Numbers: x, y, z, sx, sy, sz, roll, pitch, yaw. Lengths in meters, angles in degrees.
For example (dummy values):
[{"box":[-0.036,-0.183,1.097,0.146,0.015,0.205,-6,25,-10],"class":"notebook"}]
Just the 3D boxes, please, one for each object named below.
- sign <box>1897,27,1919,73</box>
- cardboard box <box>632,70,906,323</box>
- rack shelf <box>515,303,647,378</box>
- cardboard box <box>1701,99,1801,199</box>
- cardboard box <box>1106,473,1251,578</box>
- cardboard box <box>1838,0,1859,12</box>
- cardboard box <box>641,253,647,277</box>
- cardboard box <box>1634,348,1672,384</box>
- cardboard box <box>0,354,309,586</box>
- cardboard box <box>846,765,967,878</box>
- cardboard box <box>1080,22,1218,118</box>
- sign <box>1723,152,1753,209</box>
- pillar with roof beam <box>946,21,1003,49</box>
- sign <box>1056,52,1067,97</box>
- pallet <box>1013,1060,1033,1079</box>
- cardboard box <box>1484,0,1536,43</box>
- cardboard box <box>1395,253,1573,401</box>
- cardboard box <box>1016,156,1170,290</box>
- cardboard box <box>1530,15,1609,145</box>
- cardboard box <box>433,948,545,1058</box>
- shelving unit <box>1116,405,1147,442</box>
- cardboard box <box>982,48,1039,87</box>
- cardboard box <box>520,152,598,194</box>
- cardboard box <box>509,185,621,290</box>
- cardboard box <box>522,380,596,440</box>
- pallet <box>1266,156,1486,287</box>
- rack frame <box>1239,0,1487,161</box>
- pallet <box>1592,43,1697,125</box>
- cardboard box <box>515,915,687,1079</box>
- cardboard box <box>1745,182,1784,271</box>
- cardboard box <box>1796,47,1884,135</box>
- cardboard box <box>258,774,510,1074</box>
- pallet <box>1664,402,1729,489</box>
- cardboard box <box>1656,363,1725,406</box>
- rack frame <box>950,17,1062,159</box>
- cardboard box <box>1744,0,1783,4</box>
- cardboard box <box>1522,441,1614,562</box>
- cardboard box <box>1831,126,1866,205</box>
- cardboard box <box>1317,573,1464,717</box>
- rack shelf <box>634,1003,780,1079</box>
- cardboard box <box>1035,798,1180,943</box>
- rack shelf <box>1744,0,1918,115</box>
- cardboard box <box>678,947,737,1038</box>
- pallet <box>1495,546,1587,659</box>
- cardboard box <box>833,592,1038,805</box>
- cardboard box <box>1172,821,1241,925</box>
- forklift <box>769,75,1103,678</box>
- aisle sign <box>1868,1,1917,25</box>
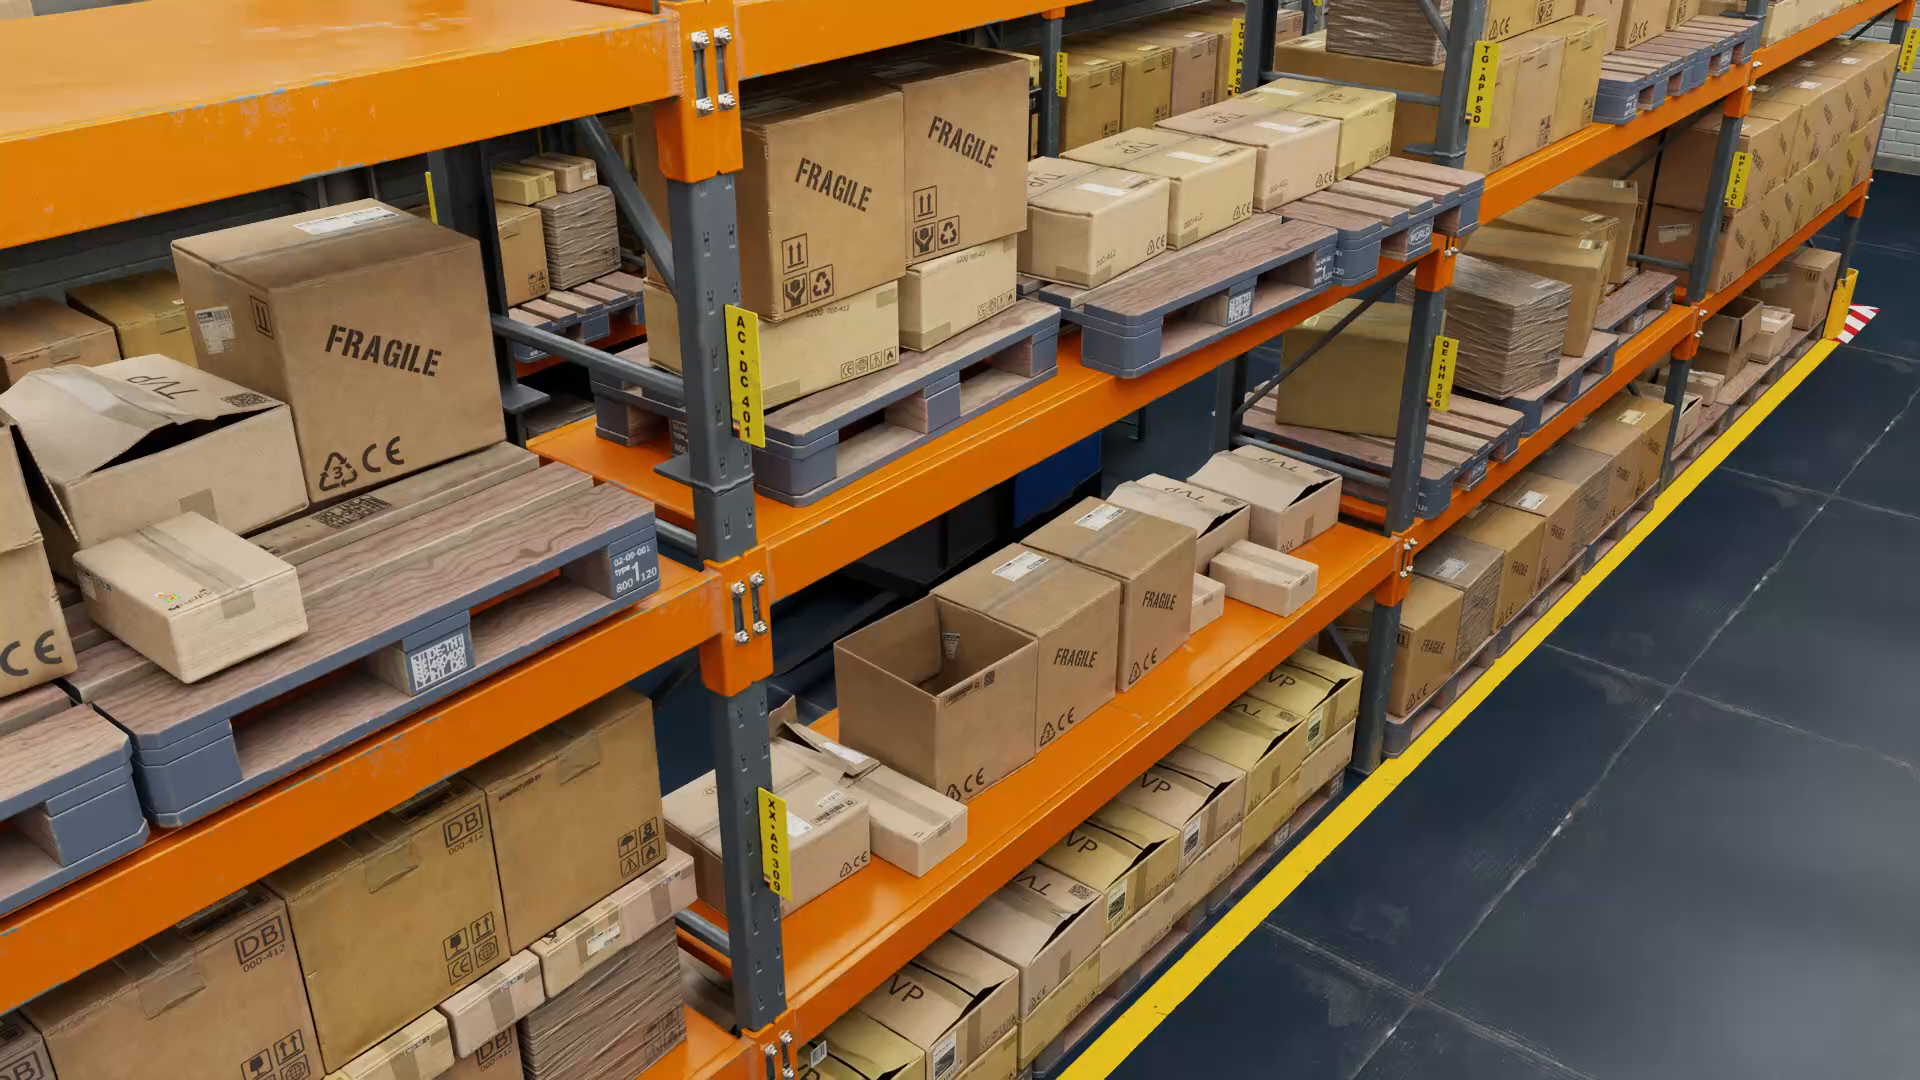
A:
[{"box":[7.130,-3.676,12.487,0.100,0.325,0.005,21,34,34],"class":"sign"},{"box":[-0.496,-0.928,4.405,0.500,0.500,0.500,21,34,35],"class":"cardboard box"},{"box":[-3.471,-0.772,9.261,1.077,0.370,4.000,21,34,34],"class":"rack shelf"},{"box":[5.014,-2.529,10.677,0.500,0.500,0.500,20,33,33],"class":"cardboard box"},{"box":[0.907,-0.054,7.187,0.500,0.311,0.500,20,34,34],"class":"cardboard box"},{"box":[5.626,-3.669,10.977,0.500,0.250,0.500,21,34,34],"class":"cardboard box"},{"box":[-1.811,-1.747,10.614,0.380,0.149,0.250,20,34,34],"class":"cardboard box"},{"box":[4.790,-1.324,11.993,0.500,0.311,0.500,21,34,34],"class":"cardboard box"},{"box":[-1.786,-0.184,3.565,0.500,0.311,0.500,19,33,32],"class":"cardboard box"},{"box":[-0.197,0.921,5.478,0.380,0.149,0.250,21,34,34],"class":"cardboard box"},{"box":[1.626,-4.058,14.503,0.980,0.700,0.700,19,33,32],"class":"cardboard box"},{"box":[4.600,-2.126,9.834,0.100,0.325,0.005,21,34,34],"class":"sign"},{"box":[3.445,-5.126,10.365,9.100,9.000,0.400,21,34,34],"class":"pillar with roof beam"},{"box":[0.770,-3.543,12.660,0.100,0.325,0.005,21,34,34],"class":"sign"},{"box":[-0.480,2.030,6.096,1.003,0.211,1.213,21,34,34],"class":"pallet"},{"box":[2.232,-2.509,7.373,0.500,0.500,0.500,21,34,34],"class":"cardboard box"},{"box":[2.668,-1.110,8.565,0.500,0.500,0.700,-21,34,-34],"class":"cardboard box"},{"box":[0.345,-1.048,5.453,0.500,0.250,0.500,18,32,30],"class":"cardboard box"},{"box":[2.532,-2.261,7.982,0.910,0.500,0.500,21,34,34],"class":"cardboard box"},{"box":[-1.250,1.071,4.100,0.380,0.149,0.250,20,33,33],"class":"cardboard box"},{"box":[0.786,-1.228,10.991,0.538,1.500,1.048,18,32,30],"class":"shelving unit"},{"box":[0.245,-3.497,12.475,0.500,0.250,0.500,22,34,36],"class":"cardboard box"},{"box":[-2.396,-2.197,9.940,0.380,0.149,0.250,16,31,28],"class":"cardboard box"},{"box":[-2.490,-1.871,10.014,0.700,0.500,0.500,16,32,29],"class":"cardboard box"},{"box":[-2.617,-0.615,10.416,0.700,0.500,0.500,21,34,35],"class":"cardboard box"},{"box":[1.263,-1.336,6.509,1.213,0.211,1.003,23,35,37],"class":"pallet"},{"box":[1.626,-3.019,6.292,1.000,3.000,0.127,21,34,34],"class":"rack frame"},{"box":[3.044,-2.442,8.646,1.213,0.211,1.003,21,34,34],"class":"pallet"},{"box":[-1.196,1.179,4.598,0.700,0.500,0.500,20,33,33],"class":"cardboard box"},{"box":[5.028,-2.100,10.937,0.500,0.500,0.500,21,34,35],"class":"cardboard box"},{"box":[6.323,-3.262,12.093,0.500,0.500,0.500,22,34,36],"class":"cardboard box"},{"box":[-1.516,0.782,3.953,0.700,0.500,0.500,21,34,34],"class":"cardboard box"},{"box":[4.607,-0.777,11.522,1.003,0.211,1.213,21,34,34],"class":"pallet"},{"box":[5.146,-1.105,11.725,0.380,0.166,0.250,21,34,34],"class":"cardboard box"},{"box":[0.345,-3.219,13.207,1.000,3.000,0.127,21,34,34],"class":"rack frame"},{"box":[4.671,-3.360,9.835,0.500,0.250,0.500,21,34,34],"class":"cardboard box"},{"box":[3.437,-0.248,9.707,0.500,0.500,0.500,21,34,35],"class":"cardboard box"},{"box":[6.312,-2.812,12.312,0.500,0.500,0.500,21,34,35],"class":"cardboard box"},{"box":[2.136,0.483,8.294,0.500,0.500,0.500,22,35,36],"class":"cardboard box"},{"box":[-2.191,2.093,3.723,1.077,0.370,4.000,21,34,34],"class":"rack shelf"},{"box":[0.513,1.231,6.532,0.500,0.311,0.500,22,34,36],"class":"cardboard box"},{"box":[5.442,-3.494,11.258,1.077,0.370,4.000,21,34,34],"class":"rack shelf"},{"box":[-0.882,1.622,5.775,0.500,0.311,0.500,21,34,34],"class":"cardboard box"},{"box":[2.906,0.200,9.633,1.003,0.211,1.213,21,34,34],"class":"pallet"},{"box":[-0.083,0.565,5.784,0.500,0.500,0.500,24,36,38],"class":"cardboard box"},{"box":[0.832,1.300,7.009,0.500,0.250,0.500,22,34,36],"class":"cardboard box"},{"box":[-0.354,-1.067,9.122,1.130,2.935,3.031,18,32,30],"class":"forklift"},{"box":[6.994,-4.280,12.429,0.394,0.787,0.004,21,34,34],"class":"aisle sign"}]
